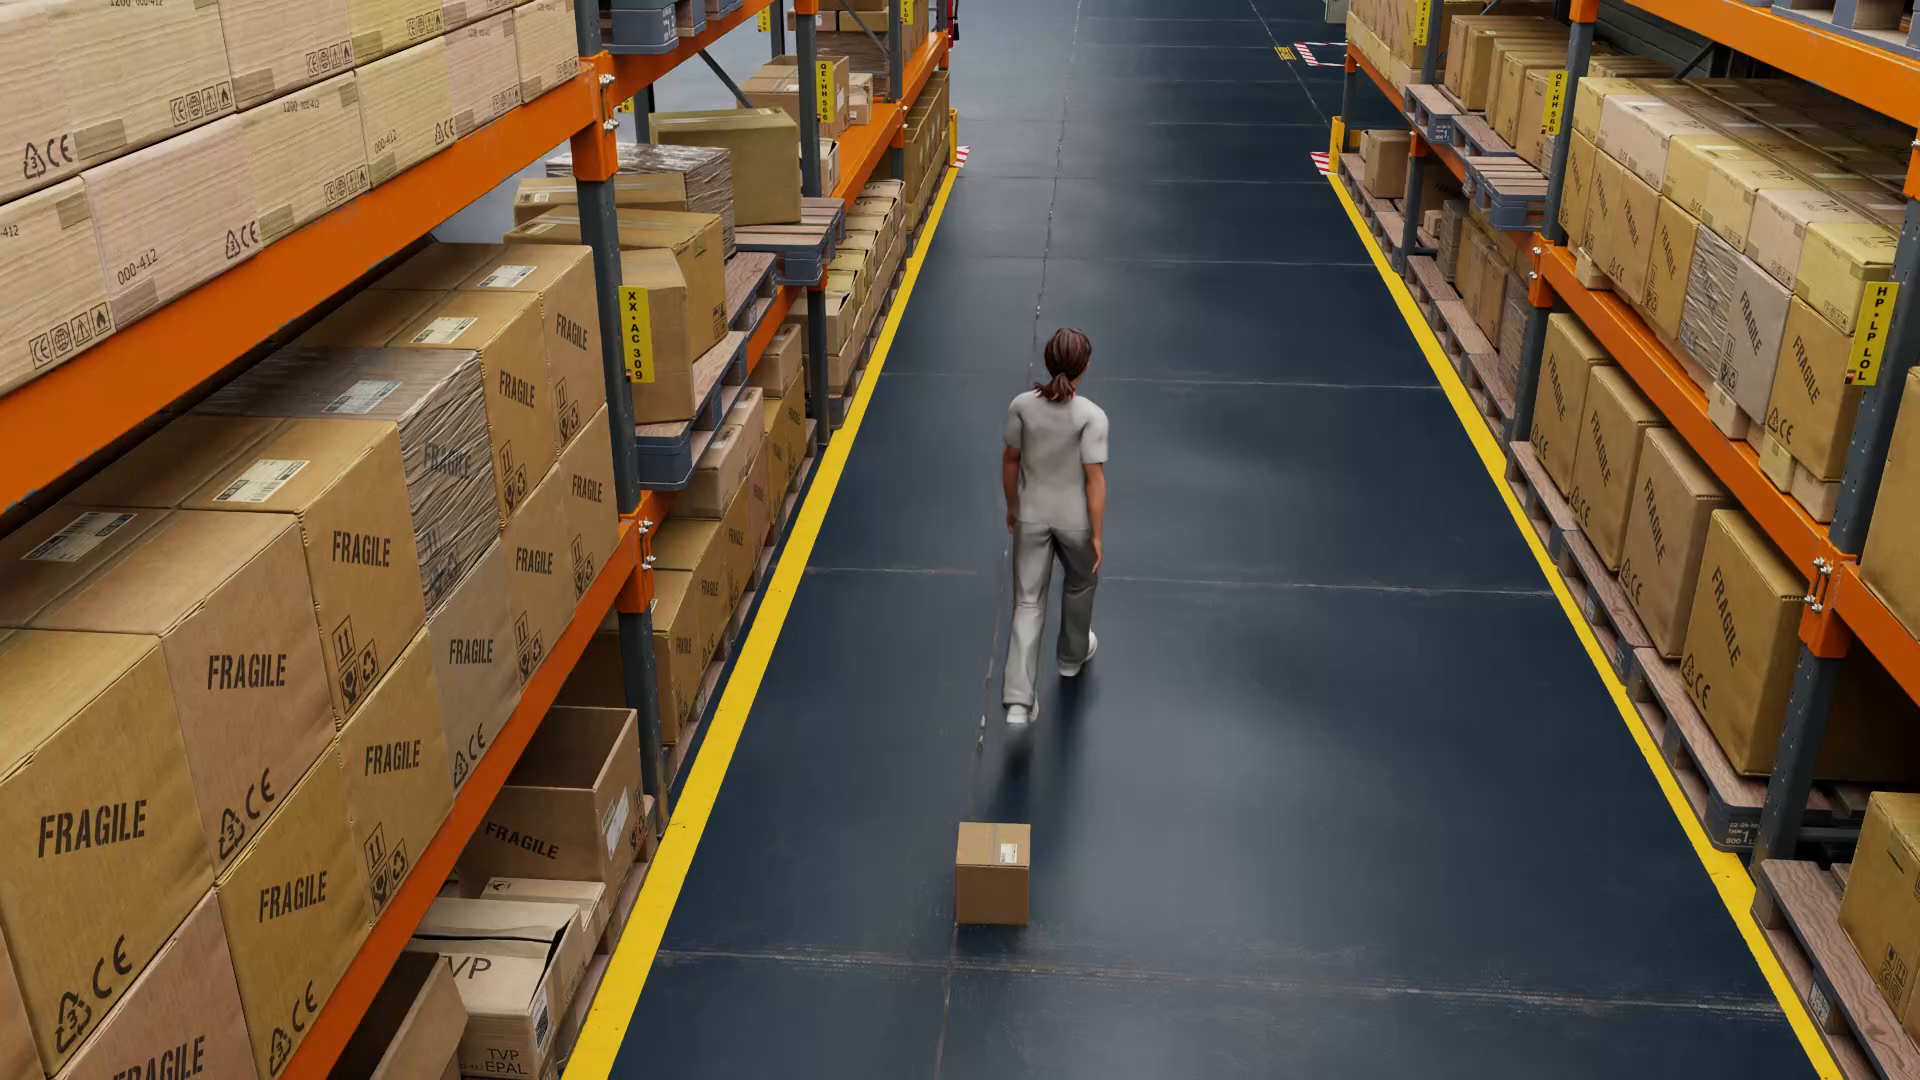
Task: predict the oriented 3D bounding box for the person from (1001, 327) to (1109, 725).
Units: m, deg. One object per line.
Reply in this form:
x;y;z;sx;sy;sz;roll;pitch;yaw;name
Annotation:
0.369;-0.060;6.755;0.455;1.624;1.011;7;26;15;person
